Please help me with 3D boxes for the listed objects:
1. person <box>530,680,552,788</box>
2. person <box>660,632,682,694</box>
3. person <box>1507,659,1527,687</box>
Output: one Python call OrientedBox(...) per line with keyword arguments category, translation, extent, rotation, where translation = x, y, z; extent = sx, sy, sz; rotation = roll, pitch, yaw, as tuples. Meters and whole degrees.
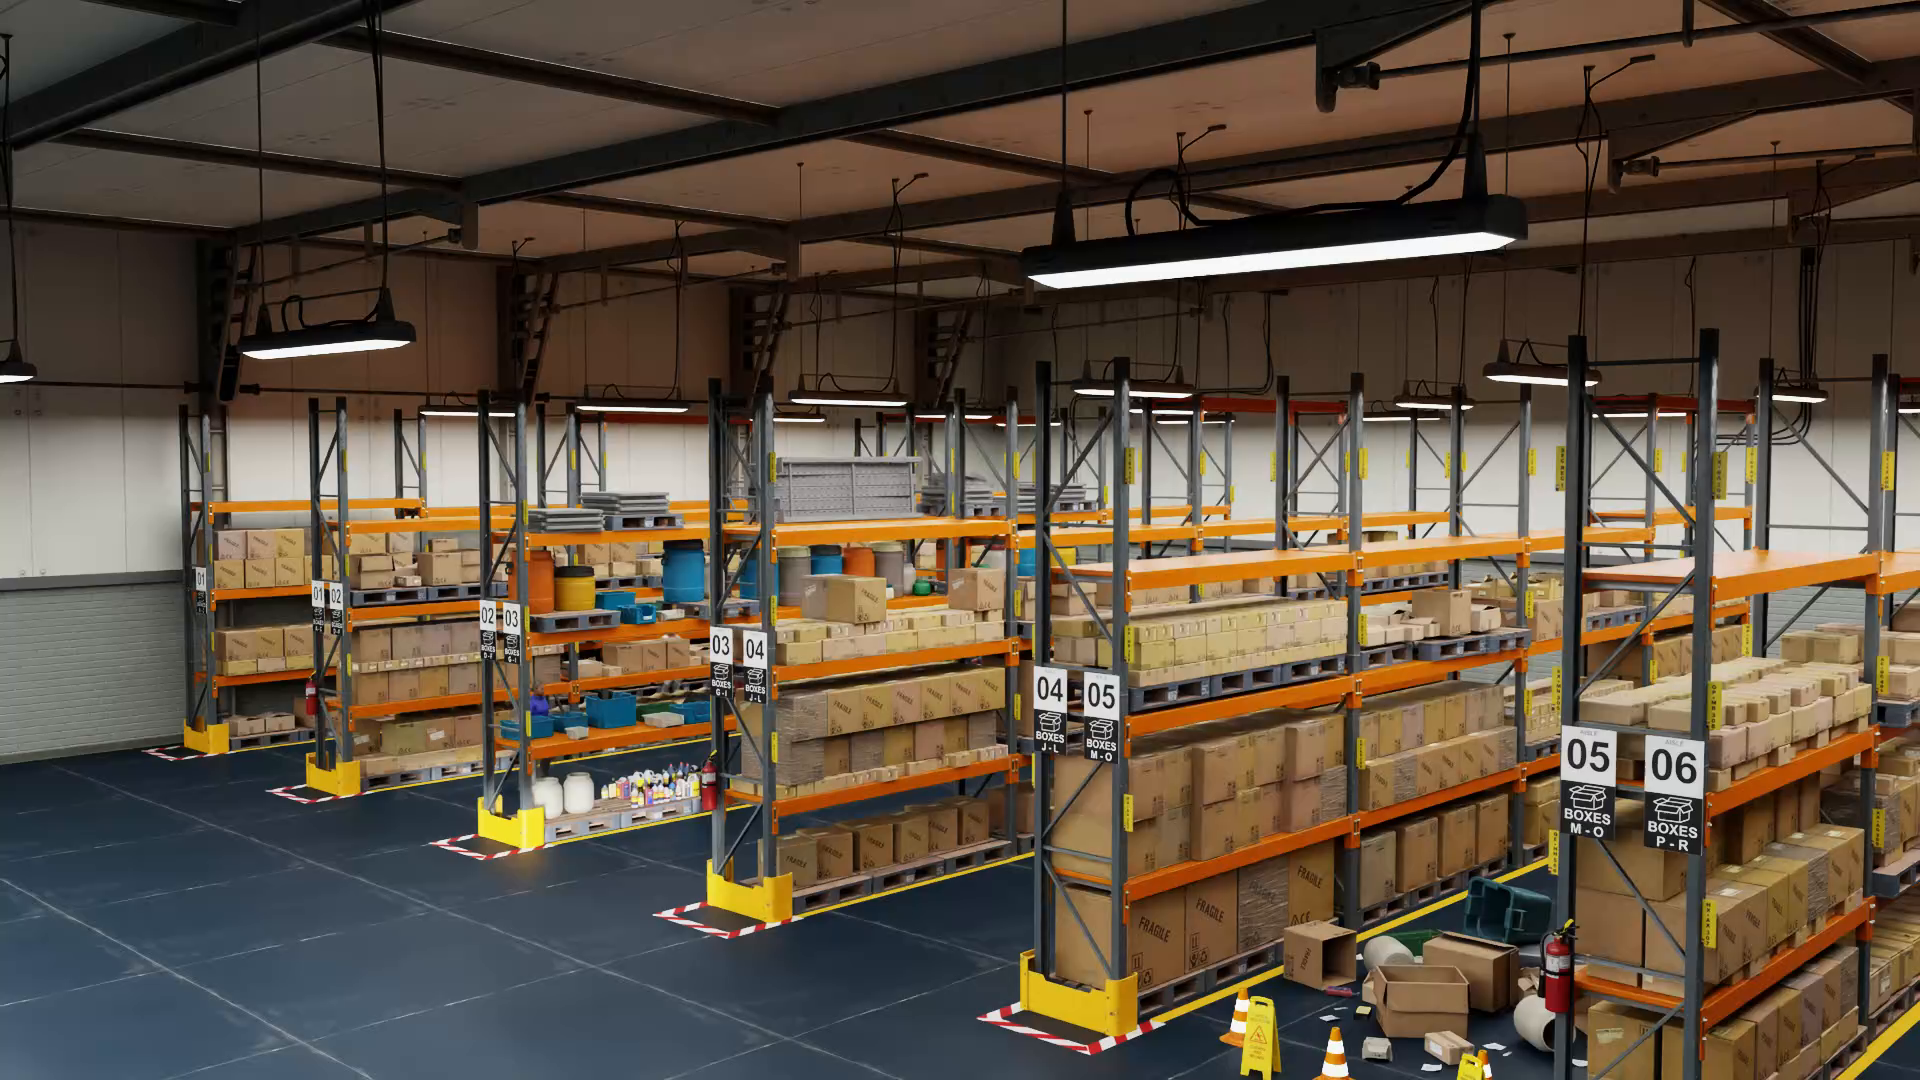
OrientedBox(category="person", translation=(-6.492, 2.997, 25.612), extent=(0.333, 1.650, 0.525), rotation=(1, 3, 26))
OrientedBox(category="person", translation=(-5.774, 2.546, 33.386), extent=(0.579, 1.839, 0.394), rotation=(-2, 4, -37))
OrientedBox(category="person", translation=(9.940, 2.810, 29.787), extent=(0.476, 1.609, 0.455), rotation=(-2, 3, -28))
